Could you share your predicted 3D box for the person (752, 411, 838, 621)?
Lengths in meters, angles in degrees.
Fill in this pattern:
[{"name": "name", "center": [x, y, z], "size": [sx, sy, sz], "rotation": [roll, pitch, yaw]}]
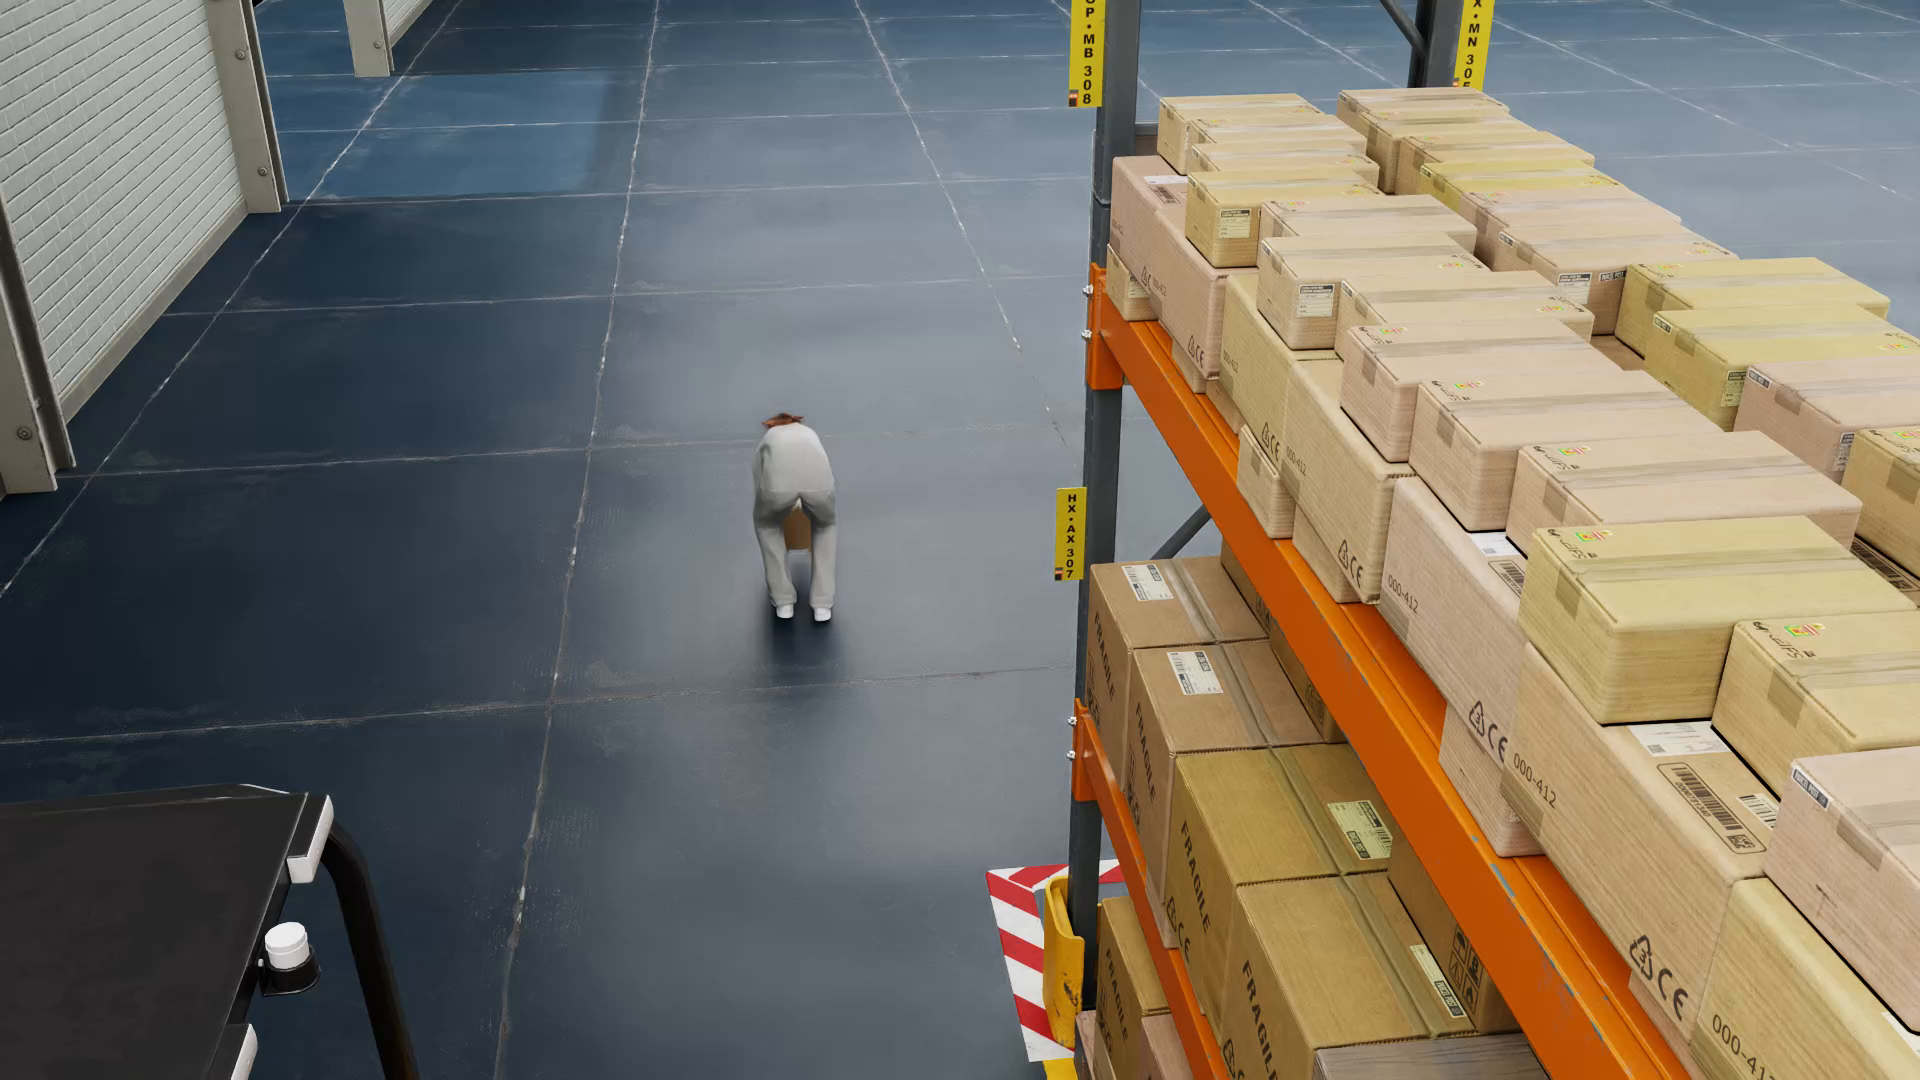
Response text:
[{"name": "person", "center": [-0.862, -0.158, 8.665], "size": [0.435, 0.998, 0.866], "rotation": [-5, 28, -9]}]
